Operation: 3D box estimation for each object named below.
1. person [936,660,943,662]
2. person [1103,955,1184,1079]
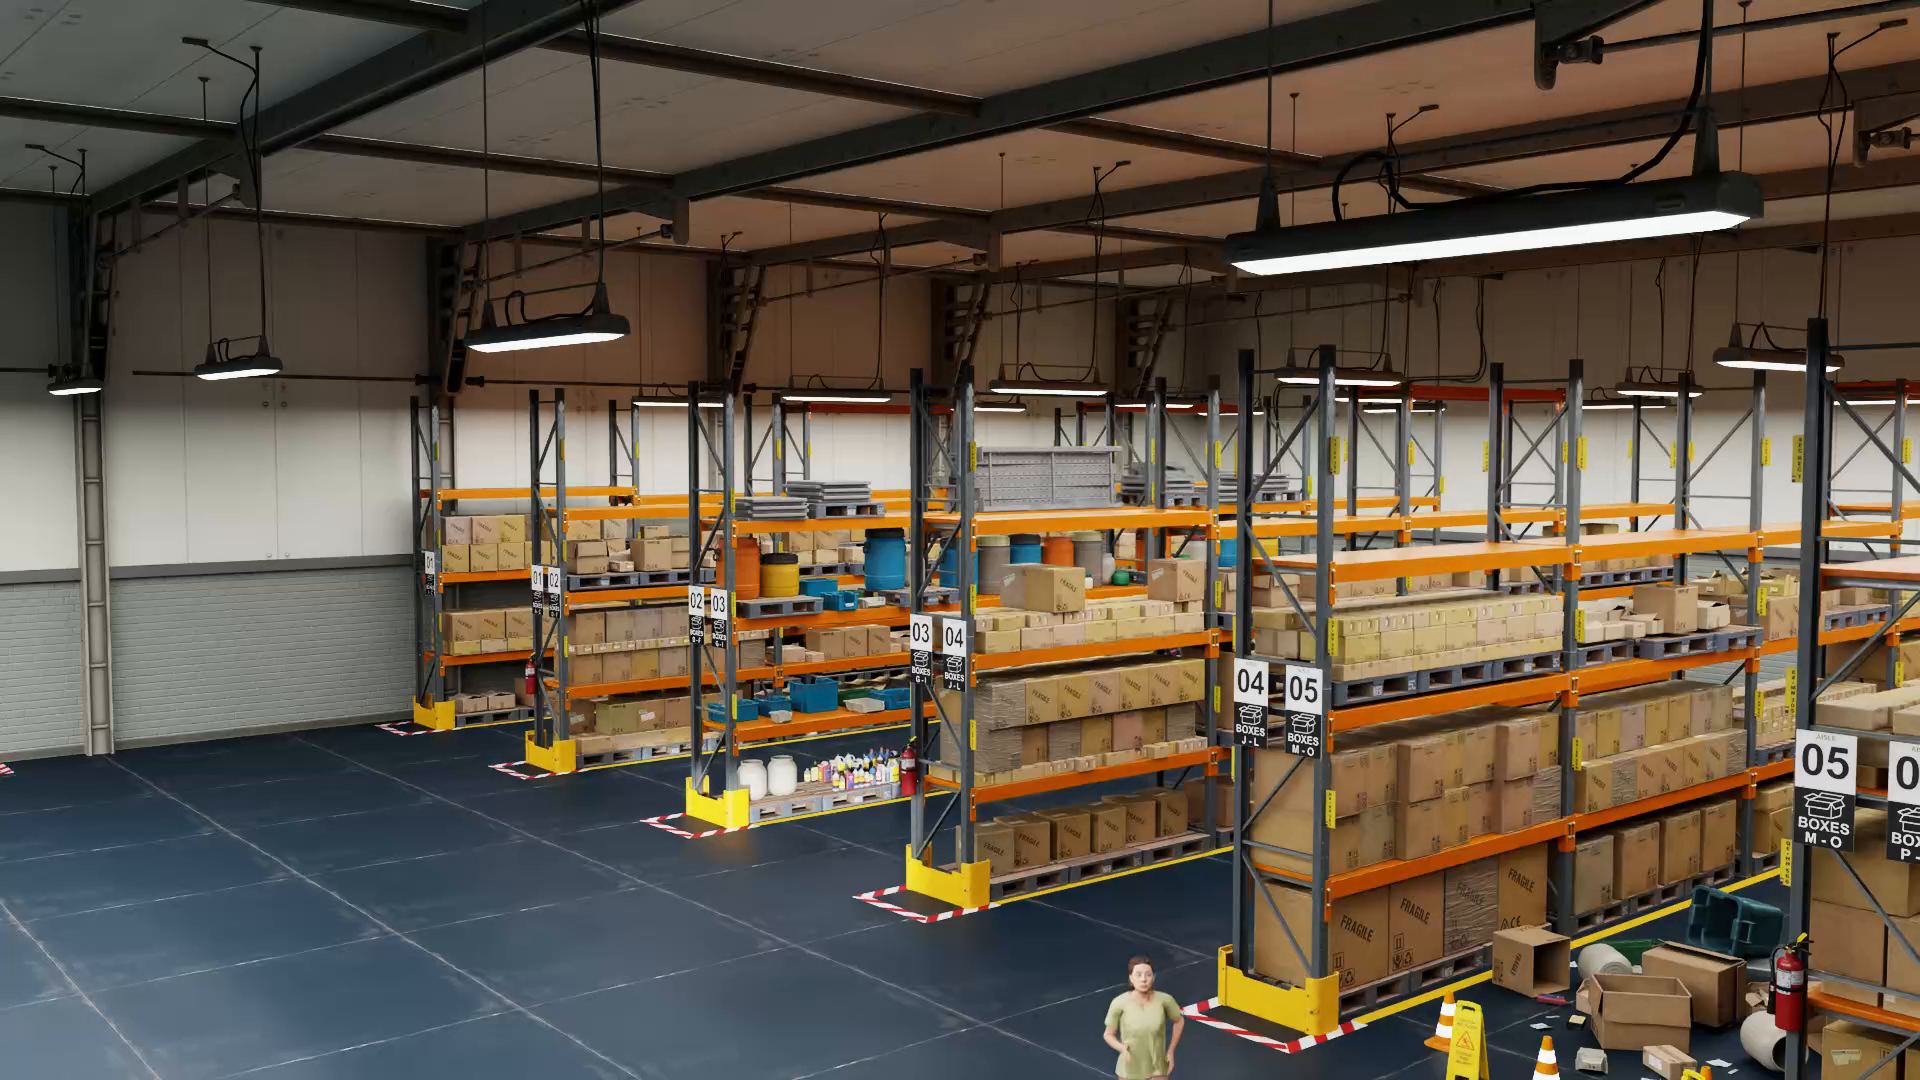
[{"bbox_3d":[-0.574,2.063,33.676,0.820,1.692,0.577,-3,4,-41],"label":"person"},{"bbox_3d":[1.260,3.662,11.338,0.567,1.631,0.556,0,3,3],"label":"person"}]
